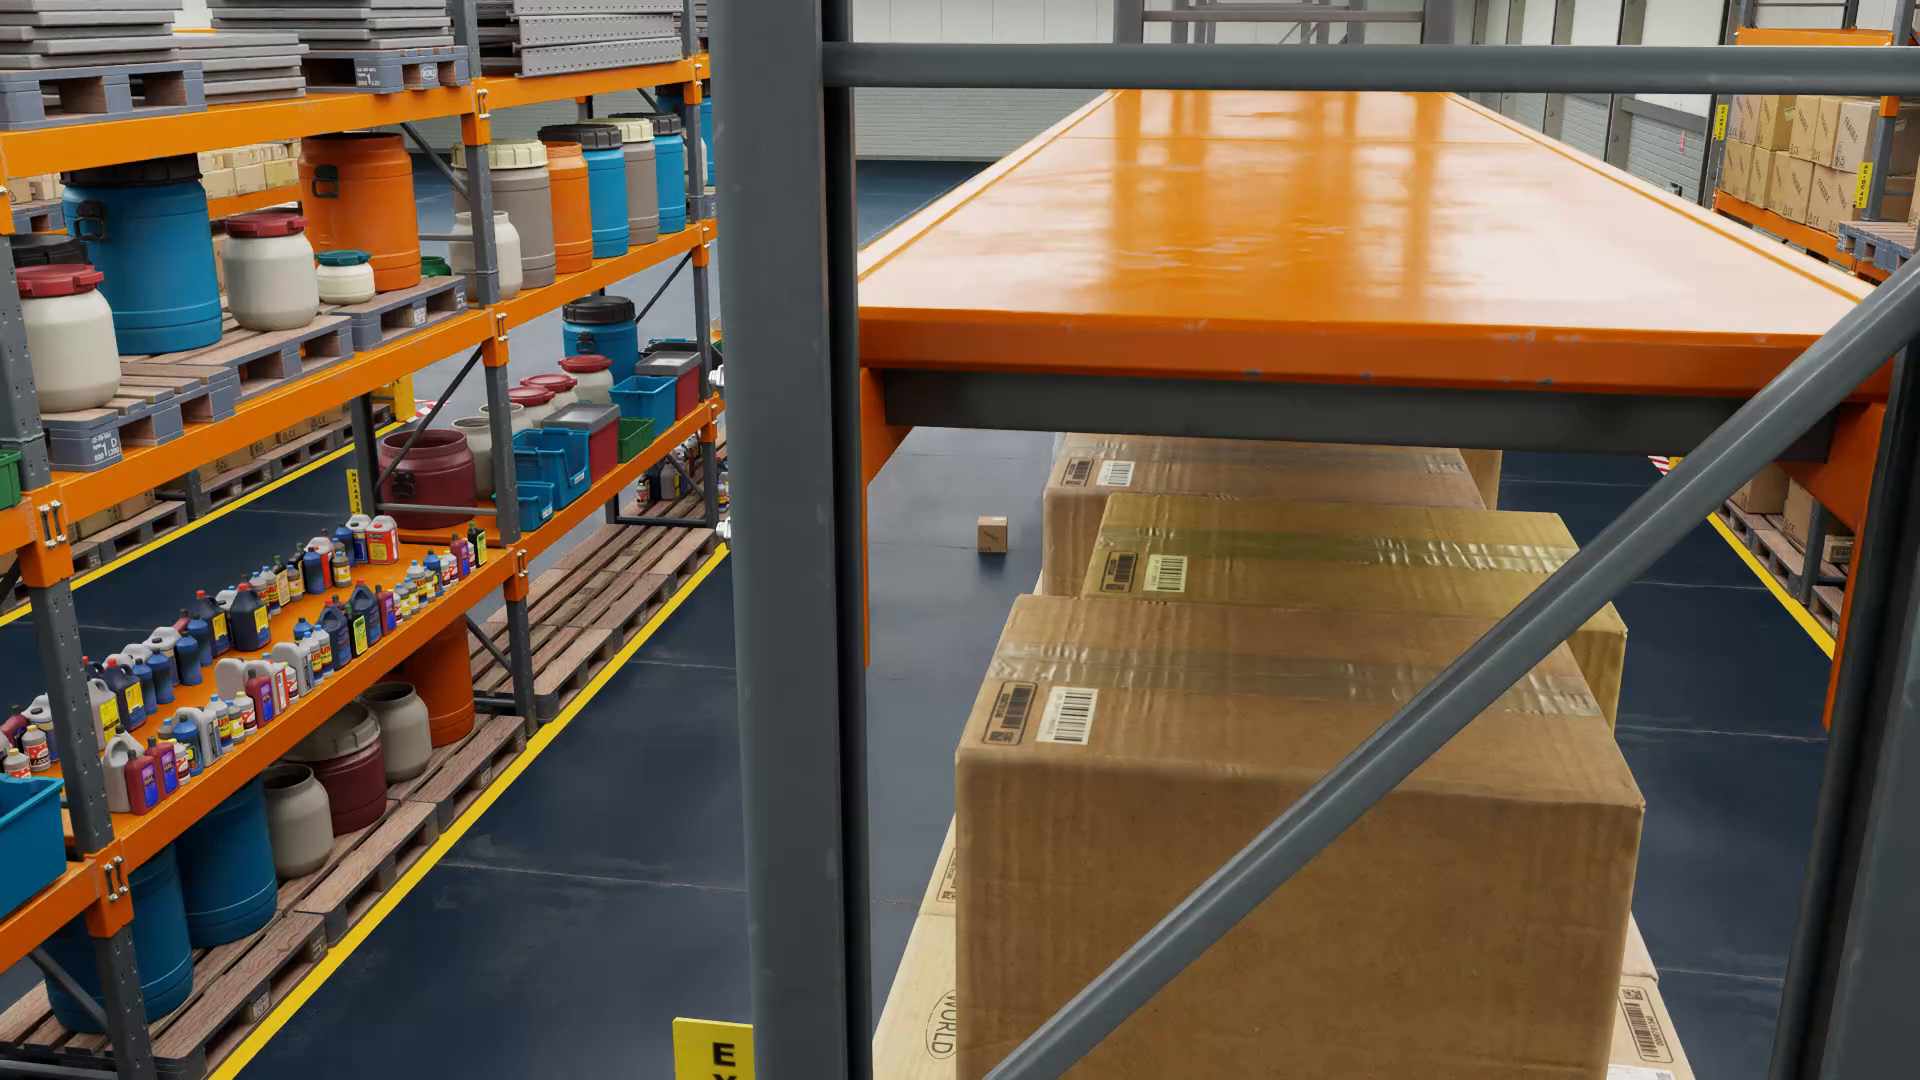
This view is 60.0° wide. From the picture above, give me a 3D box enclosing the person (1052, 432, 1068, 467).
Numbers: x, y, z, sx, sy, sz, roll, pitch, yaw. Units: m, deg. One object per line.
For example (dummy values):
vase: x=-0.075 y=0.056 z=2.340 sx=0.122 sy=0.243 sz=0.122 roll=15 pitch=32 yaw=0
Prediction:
person: x=1.165 y=-1.465 z=16.536 sx=0.481 sy=1.631 sz=0.821 roll=5 pitch=19 yaw=14
